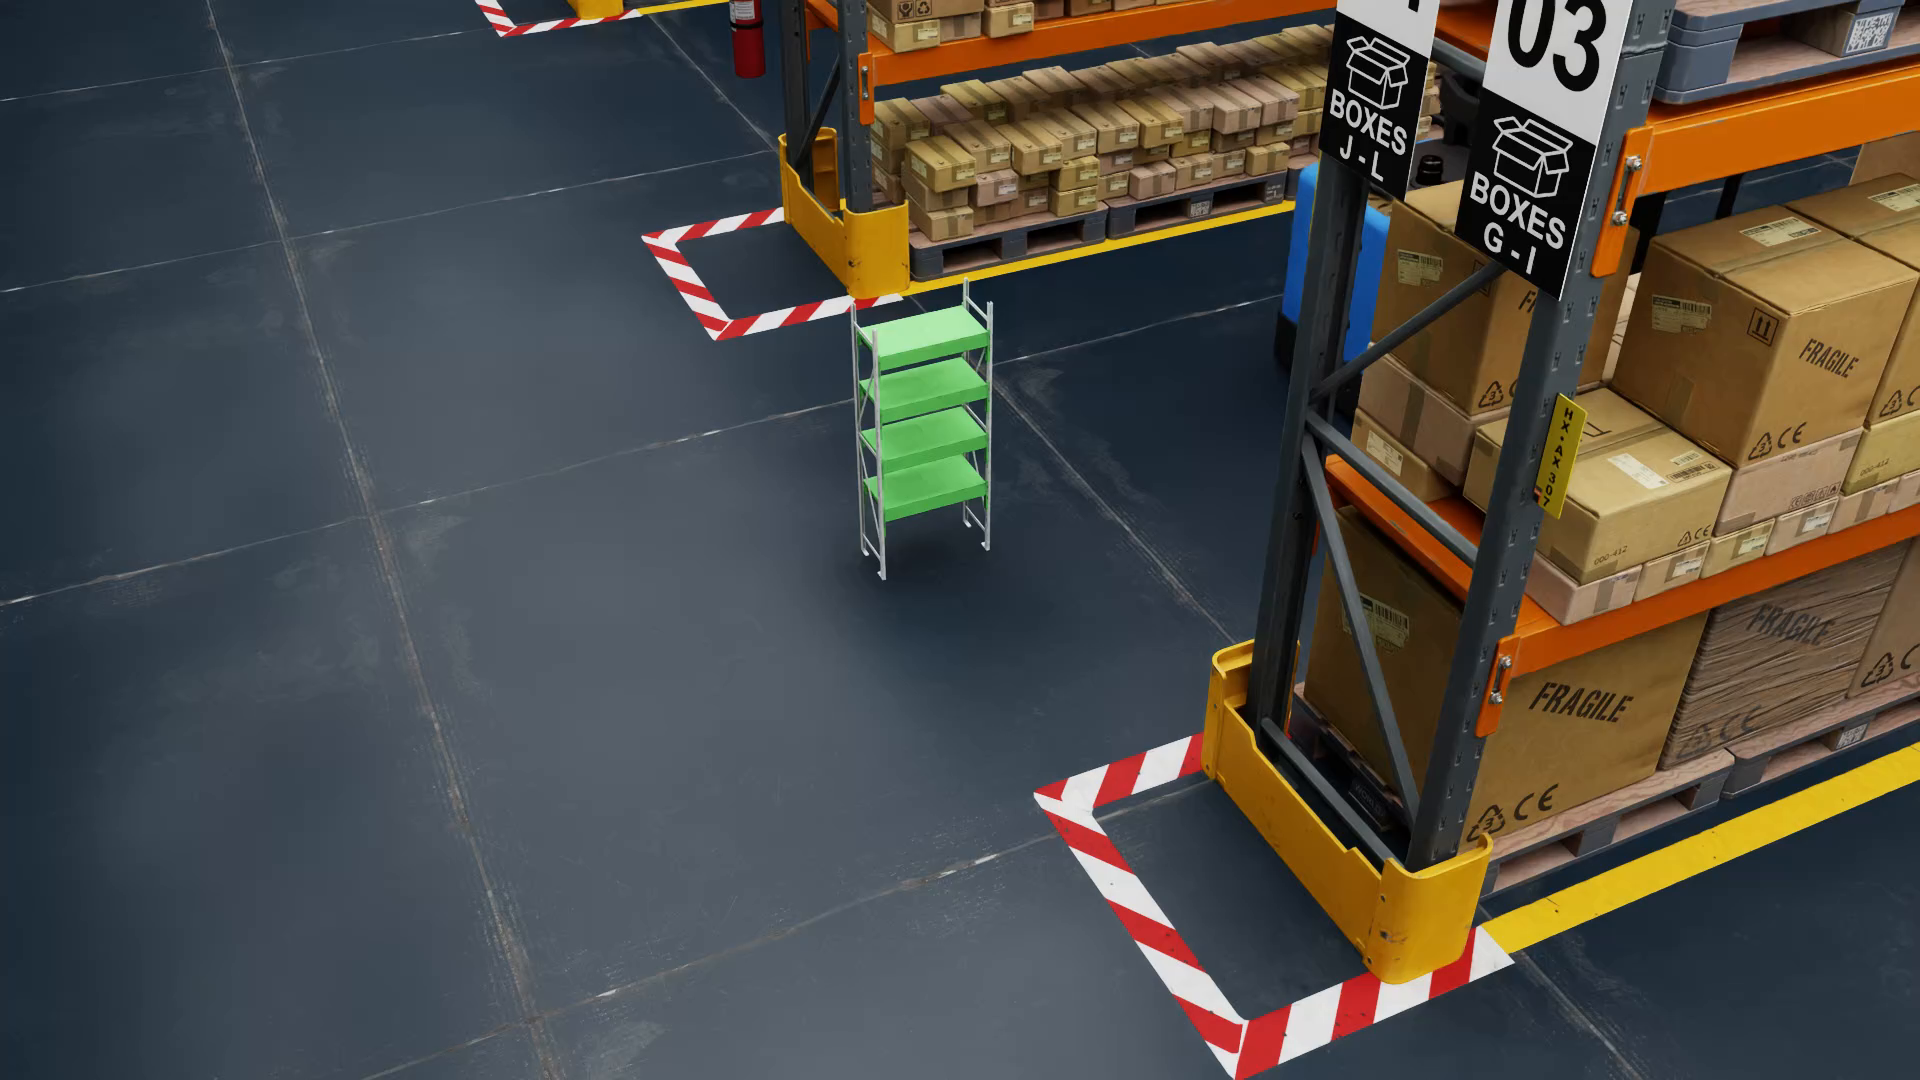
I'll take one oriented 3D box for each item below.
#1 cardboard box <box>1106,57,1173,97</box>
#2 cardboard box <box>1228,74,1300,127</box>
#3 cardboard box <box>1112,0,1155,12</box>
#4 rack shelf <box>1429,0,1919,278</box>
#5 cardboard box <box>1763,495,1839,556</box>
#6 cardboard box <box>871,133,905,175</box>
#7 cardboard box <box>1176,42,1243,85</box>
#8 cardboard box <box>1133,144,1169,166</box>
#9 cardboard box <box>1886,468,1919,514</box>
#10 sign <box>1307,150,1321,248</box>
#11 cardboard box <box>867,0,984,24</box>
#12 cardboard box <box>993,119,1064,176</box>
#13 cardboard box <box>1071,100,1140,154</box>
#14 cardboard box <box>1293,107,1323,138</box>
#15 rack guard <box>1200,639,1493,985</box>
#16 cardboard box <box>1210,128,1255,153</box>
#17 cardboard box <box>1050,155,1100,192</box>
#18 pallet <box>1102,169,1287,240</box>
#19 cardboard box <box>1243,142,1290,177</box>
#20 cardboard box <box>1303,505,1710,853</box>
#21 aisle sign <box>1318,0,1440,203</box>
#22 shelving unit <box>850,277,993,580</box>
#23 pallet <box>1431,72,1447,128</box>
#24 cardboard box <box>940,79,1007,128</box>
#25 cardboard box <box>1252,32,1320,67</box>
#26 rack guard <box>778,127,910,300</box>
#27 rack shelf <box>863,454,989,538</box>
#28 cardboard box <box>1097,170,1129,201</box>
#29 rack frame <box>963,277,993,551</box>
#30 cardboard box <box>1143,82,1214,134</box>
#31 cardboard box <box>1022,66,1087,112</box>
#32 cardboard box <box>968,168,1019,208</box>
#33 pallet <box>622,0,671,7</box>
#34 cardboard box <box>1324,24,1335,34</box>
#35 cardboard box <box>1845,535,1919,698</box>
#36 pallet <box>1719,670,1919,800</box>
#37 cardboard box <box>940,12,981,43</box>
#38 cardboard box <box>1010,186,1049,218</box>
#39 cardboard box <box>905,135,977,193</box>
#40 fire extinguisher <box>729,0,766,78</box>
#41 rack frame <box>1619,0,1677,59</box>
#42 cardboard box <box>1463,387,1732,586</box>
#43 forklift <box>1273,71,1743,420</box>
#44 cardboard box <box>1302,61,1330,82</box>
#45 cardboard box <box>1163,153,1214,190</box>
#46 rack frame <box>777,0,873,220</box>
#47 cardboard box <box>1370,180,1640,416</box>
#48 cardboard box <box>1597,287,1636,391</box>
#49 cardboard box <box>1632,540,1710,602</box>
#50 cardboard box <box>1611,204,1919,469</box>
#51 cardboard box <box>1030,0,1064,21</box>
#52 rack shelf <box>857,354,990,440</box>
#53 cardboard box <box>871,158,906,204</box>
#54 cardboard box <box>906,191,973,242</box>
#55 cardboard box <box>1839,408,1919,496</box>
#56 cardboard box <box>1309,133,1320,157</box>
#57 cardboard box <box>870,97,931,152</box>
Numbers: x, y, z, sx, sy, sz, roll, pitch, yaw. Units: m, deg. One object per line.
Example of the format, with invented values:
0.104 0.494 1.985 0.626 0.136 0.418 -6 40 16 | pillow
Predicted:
1.070 -2.749 9.980 0.250 0.149 0.380 -15 39 -20 | cardboard box
1.773 -2.581 9.754 0.250 0.149 0.380 -18 40 -22 | cardboard box
0.854 -3.004 8.993 0.250 0.149 0.380 -16 40 -21 | cardboard box
3.101 -1.553 4.912 4.000 0.370 1.077 -16 39 -20 | rack shelf
2.451 -0.140 5.131 0.250 0.149 0.380 -16 40 -21 | cardboard box
-0.369 -2.262 9.573 0.250 0.149 0.380 -17 40 -21 | cardboard box
1.521 -2.904 10.189 0.250 0.149 0.380 -15 39 -19 | cardboard box
1.020 -2.333 9.669 0.250 0.149 0.380 -14 39 -18 | cardboard box
2.915 -0.269 5.306 0.250 0.149 0.380 -16 39 -20 | cardboard box
1.072 -0.988 4.893 0.005 0.325 0.100 -16 39 -20 | sign
-0.202 -2.956 8.384 0.500 0.500 0.500 -14 39 -18 | cardboard box
0.374 -2.173 9.203 0.250 0.149 0.380 -16 39 -20 | cardboard box
0.818 -2.345 9.436 0.250 0.149 0.380 -14 39 -18 | cardboard box
2.002 -2.573 9.992 0.250 0.149 0.380 -15 39 -20 | cardboard box
1.269 0.879 5.646 0.348 0.500 1.175 -16 39 -20 | rack guard
1.528 -2.441 9.814 0.250 0.149 0.380 -17 40 -22 | cardboard box
0.592 -2.124 9.386 0.250 0.149 0.380 -14 39 -19 | cardboard box
1.196 -2.224 10.071 1.213 0.211 1.003 -16 39 -20 | pallet
1.748 -2.323 9.904 0.250 0.149 0.380 -16 39 -20 | cardboard box
1.836 0.348 5.693 0.875 0.875 0.875 -16 39 -20 | cardboard box
1.098 -1.319 4.328 0.004 0.787 0.394 -16 39 -20 | aisle sign
-0.150 -0.440 6.836 0.503 1.200 0.258 -16 39 -20 | shelving unit
3.600 -2.922 11.012 1.213 0.211 1.003 -16 39 -20 | pallet
0.078 -2.532 9.686 0.250 0.149 0.380 -16 40 -21 | cardboard box
2.013 -3.003 10.322 0.250 0.149 0.380 -16 40 -21 | cardboard box
-0.657 -1.847 9.320 0.348 0.500 1.175 -16 39 -20 | rack guard
-0.150 -0.196 7.017 0.480 0.148 0.258 -16 39 -20 | rack shelf
0.777 -2.114 9.623 0.250 0.149 0.380 -16 39 -20 | cardboard box
0.071 -0.502 6.919 0.015 1.200 0.240 -16 39 -20 | rack frame
1.263 -2.503 9.647 0.250 0.149 0.380 -16 39 -20 | cardboard box
0.559 -2.661 9.861 0.250 0.149 0.380 -14 39 -18 | cardboard box
0.130 -2.008 9.230 0.250 0.149 0.380 -16 39 -20 | cardboard box
-2.230 -4.600 13.275 1.213 0.211 1.003 -16 39 -20 | pallet
2.495 -3.131 10.495 0.250 0.149 0.380 -14 39 -18 | cardboard box
3.465 -0.107 6.308 0.875 0.875 0.875 -16 39 -20 | cardboard box
3.084 0.438 6.483 1.213 0.211 1.003 -16 39 -20 | pallet
-0.080 -2.723 8.614 0.250 0.149 0.380 -14 39 -18 | cardboard box
0.309 -1.992 9.459 0.250 0.149 0.380 -15 39 -19 | cardboard box
-0.107 -2.044 9.029 0.250 0.149 0.380 -17 40 -22 | cardboard box
-1.150 -2.836 8.934 0.183 0.674 0.296 -16 39 -20 | fire extinguisher
1.290 -2.541 3.122 0.127 3.000 1.000 -16 39 -20 | rack frame
1.840 -0.166 4.833 0.500 0.250 0.500 -17 40 -21 | cardboard box
3.142 -2.194 7.747 3.031 2.935 1.130 -16 39 -20 | forklift
2.247 -2.723 9.945 0.250 0.149 0.380 -16 39 -20 | cardboard box
1.279 -2.214 9.758 0.250 0.149 0.380 -16 39 -20 | cardboard box
-0.726 -2.832 8.550 0.127 3.000 1.000 -16 39 -20 | rack frame
1.620 -0.757 4.999 0.500 0.500 0.500 -15 39 -19 | cardboard box
2.076 -0.584 5.396 0.500 0.250 0.500 -16 40 -21 | cardboard box
1.984 -0.008 4.954 0.250 0.149 0.380 -16 40 -21 | cardboard box
2.292 -0.594 4.780 0.500 0.500 0.500 -17 40 -21 | cardboard box
0.363 -2.901 8.855 0.250 0.149 0.380 -14 39 -18 | cardboard box
-0.150 -0.581 6.731 0.480 0.148 0.258 -16 39 -20 | rack shelf
-0.338 -2.101 9.605 0.250 0.149 0.380 -15 39 -19 | cardboard box
-0.115 -1.815 9.220 0.250 0.149 0.380 -15 39 -19 | cardboard box
2.764 -0.427 5.184 0.500 0.250 0.500 -17 40 -21 | cardboard box
2.203 -2.462 10.093 0.250 0.149 0.380 -17 40 -21 | cardboard box
-0.354 -2.365 9.462 0.250 0.149 0.380 -15 39 -19 | cardboard box
